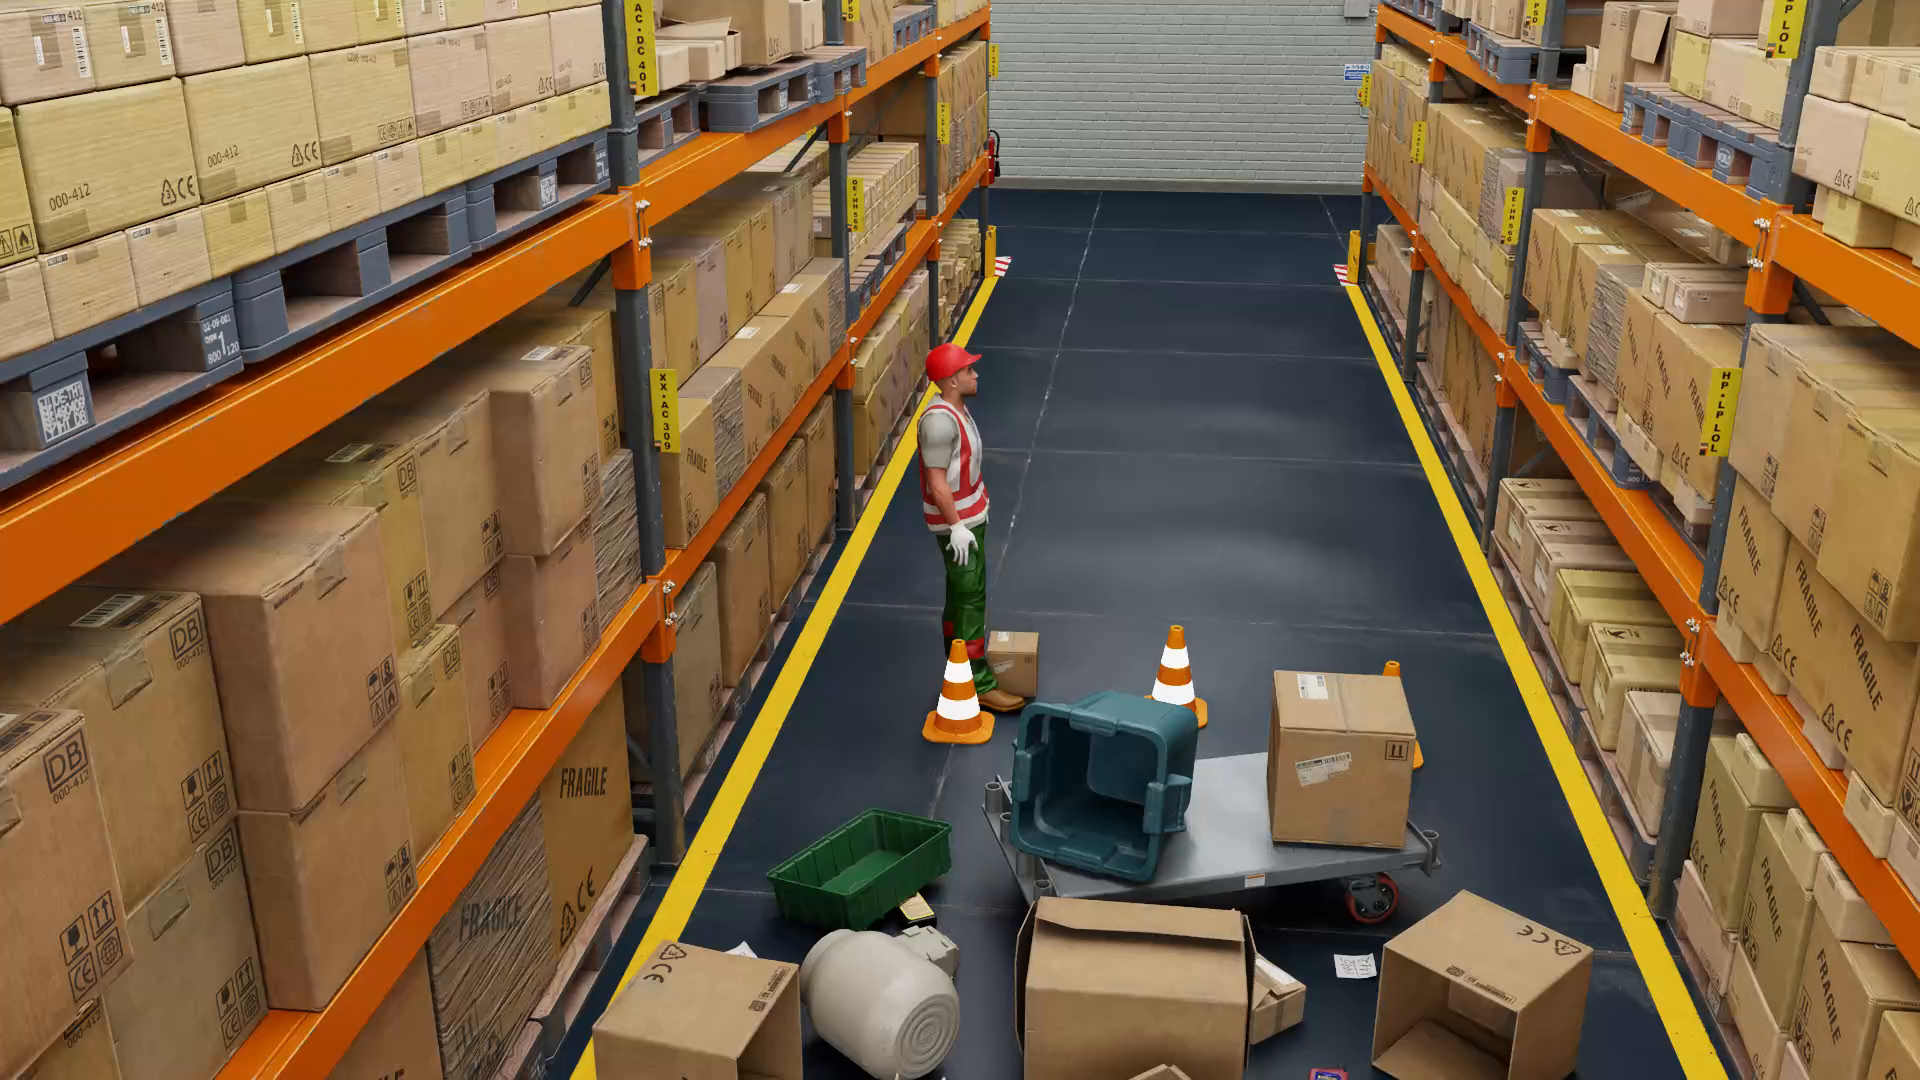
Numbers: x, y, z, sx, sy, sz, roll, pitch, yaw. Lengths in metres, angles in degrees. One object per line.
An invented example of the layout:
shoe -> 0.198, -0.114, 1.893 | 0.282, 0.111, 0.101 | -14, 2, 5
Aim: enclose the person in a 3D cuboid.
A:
person -> 0.077, -0.086, 8.245 | 0.561, 1.790, 0.638 | 2, 21, 6
